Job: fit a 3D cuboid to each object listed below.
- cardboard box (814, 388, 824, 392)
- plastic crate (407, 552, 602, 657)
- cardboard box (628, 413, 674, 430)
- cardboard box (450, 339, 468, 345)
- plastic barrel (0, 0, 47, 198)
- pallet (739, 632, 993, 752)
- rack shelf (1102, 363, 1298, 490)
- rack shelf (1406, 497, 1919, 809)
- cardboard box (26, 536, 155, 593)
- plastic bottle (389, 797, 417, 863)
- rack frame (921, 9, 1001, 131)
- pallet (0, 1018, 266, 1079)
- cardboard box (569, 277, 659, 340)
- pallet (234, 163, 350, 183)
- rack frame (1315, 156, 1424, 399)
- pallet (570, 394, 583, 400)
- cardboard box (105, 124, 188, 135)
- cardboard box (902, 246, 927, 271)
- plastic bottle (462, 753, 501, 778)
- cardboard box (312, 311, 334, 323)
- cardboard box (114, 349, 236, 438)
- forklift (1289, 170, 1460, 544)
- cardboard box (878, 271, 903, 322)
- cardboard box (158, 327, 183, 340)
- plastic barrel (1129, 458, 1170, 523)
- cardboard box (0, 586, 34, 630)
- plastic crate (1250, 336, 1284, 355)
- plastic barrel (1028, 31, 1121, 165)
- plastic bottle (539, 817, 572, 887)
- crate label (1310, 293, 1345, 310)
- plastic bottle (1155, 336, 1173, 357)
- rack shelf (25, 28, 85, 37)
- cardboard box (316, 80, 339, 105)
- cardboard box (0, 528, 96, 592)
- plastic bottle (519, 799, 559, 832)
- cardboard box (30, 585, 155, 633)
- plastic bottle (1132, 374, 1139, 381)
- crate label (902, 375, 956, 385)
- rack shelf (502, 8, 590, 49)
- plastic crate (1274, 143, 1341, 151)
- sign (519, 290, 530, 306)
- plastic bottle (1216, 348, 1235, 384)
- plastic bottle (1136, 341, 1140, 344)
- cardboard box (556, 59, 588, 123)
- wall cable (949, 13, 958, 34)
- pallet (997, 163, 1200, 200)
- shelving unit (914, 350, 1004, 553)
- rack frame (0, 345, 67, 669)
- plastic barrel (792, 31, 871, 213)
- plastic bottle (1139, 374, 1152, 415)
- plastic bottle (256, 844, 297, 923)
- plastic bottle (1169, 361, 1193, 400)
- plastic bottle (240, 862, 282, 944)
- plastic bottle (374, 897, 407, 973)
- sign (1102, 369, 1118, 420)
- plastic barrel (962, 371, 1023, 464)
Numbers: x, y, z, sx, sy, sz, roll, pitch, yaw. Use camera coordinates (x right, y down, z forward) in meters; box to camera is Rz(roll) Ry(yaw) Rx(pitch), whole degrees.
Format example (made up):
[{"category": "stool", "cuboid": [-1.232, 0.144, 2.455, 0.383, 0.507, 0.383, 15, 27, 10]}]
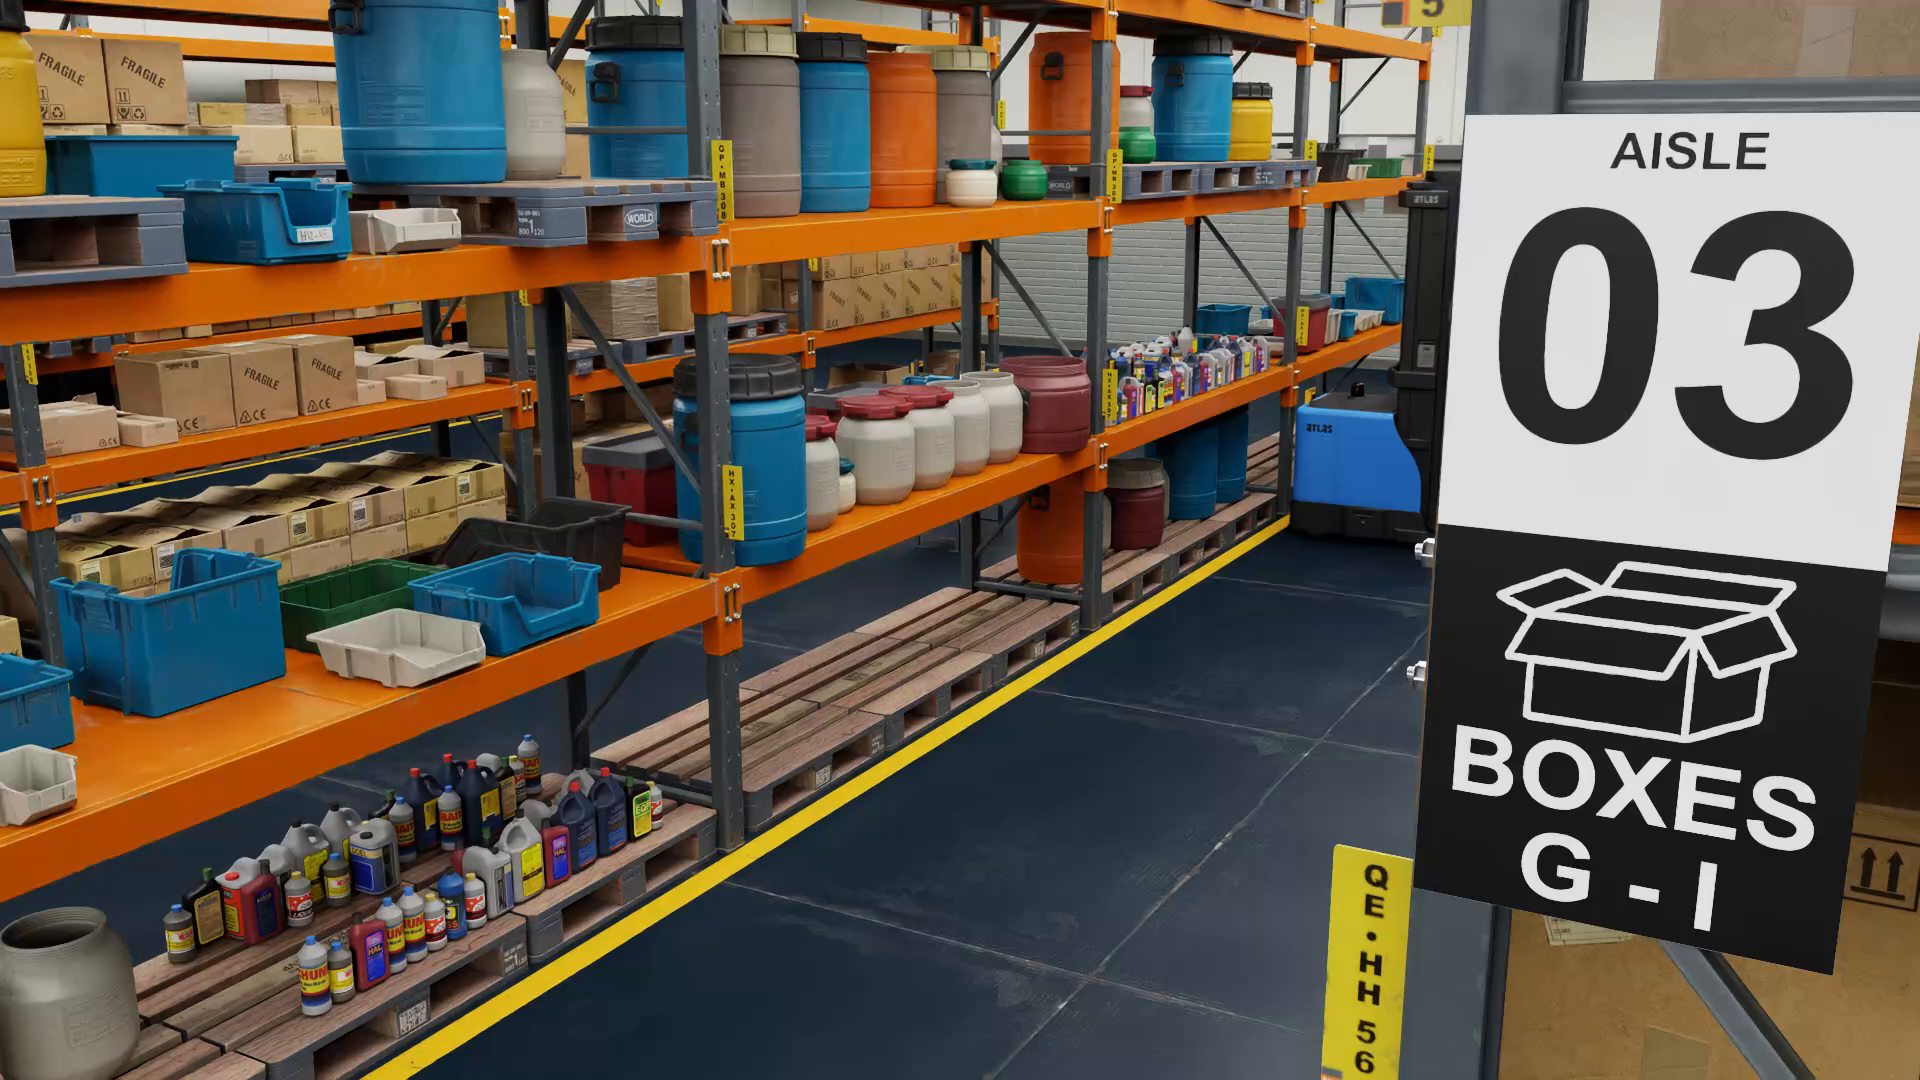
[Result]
[{"category": "cardboard box", "cuboid": [-1.537, -1.505, 18.173, 0.500, 0.311, 0.500, 7, 15, 28]}, {"category": "plastic crate", "cuboid": [-1.757, 0.238, 6.462, 0.499, 0.251, 0.616, 7, 15, 28]}, {"category": "cardboard box", "cuboid": [-2.648, -0.852, 15.063, 0.500, 0.500, 0.500, 7, 15, 26]}, {"category": "cardboard box", "cuboid": [-6.058, -2.294, 19.704, 0.380, 0.149, 0.250, 7, 15, 28]}, {"category": "plastic barrel", "cuboid": [-2.954, -1.273, 4.717, 0.600, 0.588, 0.600, 0, 14, 0]}, {"category": "pallet", "cuboid": [-0.526, 0.847, 9.570, 1.003, 0.211, 1.213, 7, 15, 28]}, {"category": "rack shelf", "cuboid": [1.440, -0.973, 12.705, 1.077, 0.370, 4.000, 7, 15, 28]}, {"category": "rack shelf", "cuboid": [1.909, -0.229, 3.217, 1.077, 0.370, 4.000, 7, 15, 28]}, {"category": "cardboard box", "cuboid": [-5.377, 0.150, 10.287, 0.500, 0.311, 0.500, 7, 15, 28]}, {"category": "plastic bottle", "cuboid": [-2.343, 1.212, 6.987, 0.097, 0.271, 0.097, 0, 14, 0]}, {"category": "rack frame", "cuboid": [0.007, -6.032, 19.354, 1.000, 3.000, 0.127, 7, 15, 28]}, {"category": "pallet", "cuboid": [-3.001, 1.897, 5.213, 1.003, 0.211, 1.213, 7, 15, 28]}, {"category": "cardboard box", "cuboid": [-3.046, -2.035, 14.466, 0.700, 0.500, 0.500, 11, 17, 38]}, {"category": "pallet", "cuboid": [-4.648, -2.462, 11.347, 1.003, 0.211, 1.213, 8, 16, 31]}, {"category": "rack frame", "cuboid": [4.341, -2.554, 17.726, 1.000, 3.000, 0.127, 7, 15, 28]}, {"category": "pallet", "cuboid": [-5.240, -1.898, 20.958, 1.003, 0.211, 1.213, 7, 15, 28]}, {"category": "cardboard box", "cuboid": [-5.225, -2.482, 10.451, 0.500, 0.250, 0.500, 6, 15, 23]}, {"category": "cardboard box", "cuboid": [-0.706, -3.212, 18.110, 0.500, 0.500, 0.500, 8, 16, 30]}, {"category": "plastic bottle", "cuboid": [-2.130, 1.104, 7.429, 0.152, 0.276, 0.135, 8, 16, 30]}, {"category": "cardboard box", "cuboid": [-6.833, -2.386, 17.524, 0.380, 0.149, 0.250, 7, 15, 26]}, {"category": "cardboard box", "cuboid": [-5.154, -0.966, 10.928, 0.500, 0.500, 0.500, 9, 16, 32]}, {"category": "forklift", "cuboid": [4.259, -1.398, 13.079, 3.031, 2.935, 1.130, 7, 15, 26]}, {"category": "cardboard box", "cuboid": [-0.953, -2.625, 17.809, 0.500, 0.500, 0.500, 7, 15, 28]}, {"category": "cardboard box", "cuboid": [-7.707, -2.015, 15.983, 0.380, 0.149, 0.250, 8, 16, 29]}, {"category": "plastic barrel", "cuboid": [1.436, -0.367, 13.069, 0.421, 0.512, 0.421, 0, 14, 0]}, {"category": "cardboard box", "cuboid": [-5.848, 0.361, 10.608, 0.500, 0.250, 0.500, 7, 15, 27]}, {"category": "plastic crate", "cuboid": [2.757, -1.713, 14.675, 0.396, 0.136, 0.243, 7, 15, 28]}, {"category": "plastic barrel", "cuboid": [0.751, -2.900, 10.949, 0.600, 0.830, 0.708, 7, 15, 28]}, {"category": "plastic bottle", "cuboid": [-1.654, 1.257, 6.776, 0.061, 0.283, 0.133, 9, 16, 32]}, {"category": "crate label", "cuboid": [3.933, -2.488, 17.684, 0.416, 0.233, 0.303, 7, 15, 28]}, {"category": "plastic bottle", "cuboid": [1.673, -1.546, 13.811, 0.152, 0.276, 0.135, 7, 15, 28]}, {"category": "rack shelf", "cuboid": [-9.166, -3.997, 13.300, 1.077, 0.370, 4.000, 7, 15, 28]}, {"category": "cardboard box", "cuboid": [-6.805, -4.775, 17.788, 0.500, 0.250, 0.500, 9, 16, 32]}, {"category": "cardboard box", "cuboid": [-5.850, 0.091, 10.532, 0.500, 0.311, 0.500, 7, 15, 28]}, {"category": "plastic bottle", "cuboid": [-1.754, 1.211, 6.983, 0.152, 0.276, 0.135, 7, 15, 28]}, {"category": "cardboard box", "cuboid": [-5.382, 0.424, 10.345, 0.500, 0.250, 0.500, 7, 15, 27]}, {"category": "plastic bottle", "cuboid": [1.216, -1.025, 11.658, 0.097, 0.271, 0.097, 0, 14, 0]}, {"category": "crate label", "cuboid": [-0.243, -0.757, 10.196, 0.502, 0.435, 0.616, 7, 15, 28]}, {"category": "rack shelf", "cuboid": [-2.894, -4.257, 14.380, 1.077, 0.370, 4.000, 7, 15, 28]}, {"category": "plastic crate", "cuboid": [3.362, -3.700, 16.211, 0.504, 0.338, 0.767, 7, 15, 28]}, {"category": "sign", "cuboid": [-3.373, -1.975, 12.856, 0.100, 0.325, 0.005, 7, 15, 28]}, {"category": "plastic bottle", "cuboid": [2.079, -1.377, 13.110, 0.152, 0.276, 0.135, 7, 15, 28]}, {"category": "plastic bottle", "cuboid": [1.427, -1.467, 13.469, 0.061, 0.283, 0.133, 7, 15, 28]}, {"category": "cardboard box", "cuboid": [-3.398, -3.661, 13.571, 0.500, 0.500, 0.500, 7, 15, 28]}, {"category": "wall cable", "cuboid": [1.084, -8.352, 24.825, 3.097, 2.526, 0.112, 7, 15, 28]}, {"category": "pallet", "cuboid": [0.929, -2.425, 11.194, 1.003, 0.211, 1.213, 7, 15, 28]}, {"category": "shelving unit", "cuboid": [-0.003, -0.728, 13.352, 0.431, 1.500, 0.755, 7, 15, 28]}, {"category": "rack frame", "cuboid": [-5.794, -0.654, 9.845, 1.000, 3.000, 0.127, 7, 15, 28]}, {"category": "plastic barrel", "cuboid": [-0.772, -2.191, 8.752, 0.600, 0.901, 0.708, 7, 15, 28]}, {"category": "plastic bottle", "cuboid": [1.294, -1.025, 11.635, 0.061, 0.283, 0.133, 7, 15, 28]}, {"category": "plastic bottle", "cuboid": [-2.677, 1.335, 6.467, 0.152, 0.276, 0.135, 7, 15, 26]}, {"category": "plastic bottle", "cuboid": [1.636, -1.189, 12.329, 0.152, 0.276, 0.135, 7, 15, 28]}, {"category": "plastic bottle", "cuboid": [-2.650, 1.372, 6.298, 0.061, 0.283, 0.133, 7, 15, 28]}, {"category": "plastic bottle", "cuboid": [-2.079, 1.434, 6.067, 0.097, 0.271, 0.097, 0, 14, 0]}, {"category": "sign", "cuboid": [0.959, -0.931, 10.647, 0.100, 0.325, 0.005, 7, 15, 28]}, {"category": "plastic barrel", "cuboid": [0.163, -0.732, 9.929, 0.421, 0.512, 0.421, 0, 14, 0]}]
